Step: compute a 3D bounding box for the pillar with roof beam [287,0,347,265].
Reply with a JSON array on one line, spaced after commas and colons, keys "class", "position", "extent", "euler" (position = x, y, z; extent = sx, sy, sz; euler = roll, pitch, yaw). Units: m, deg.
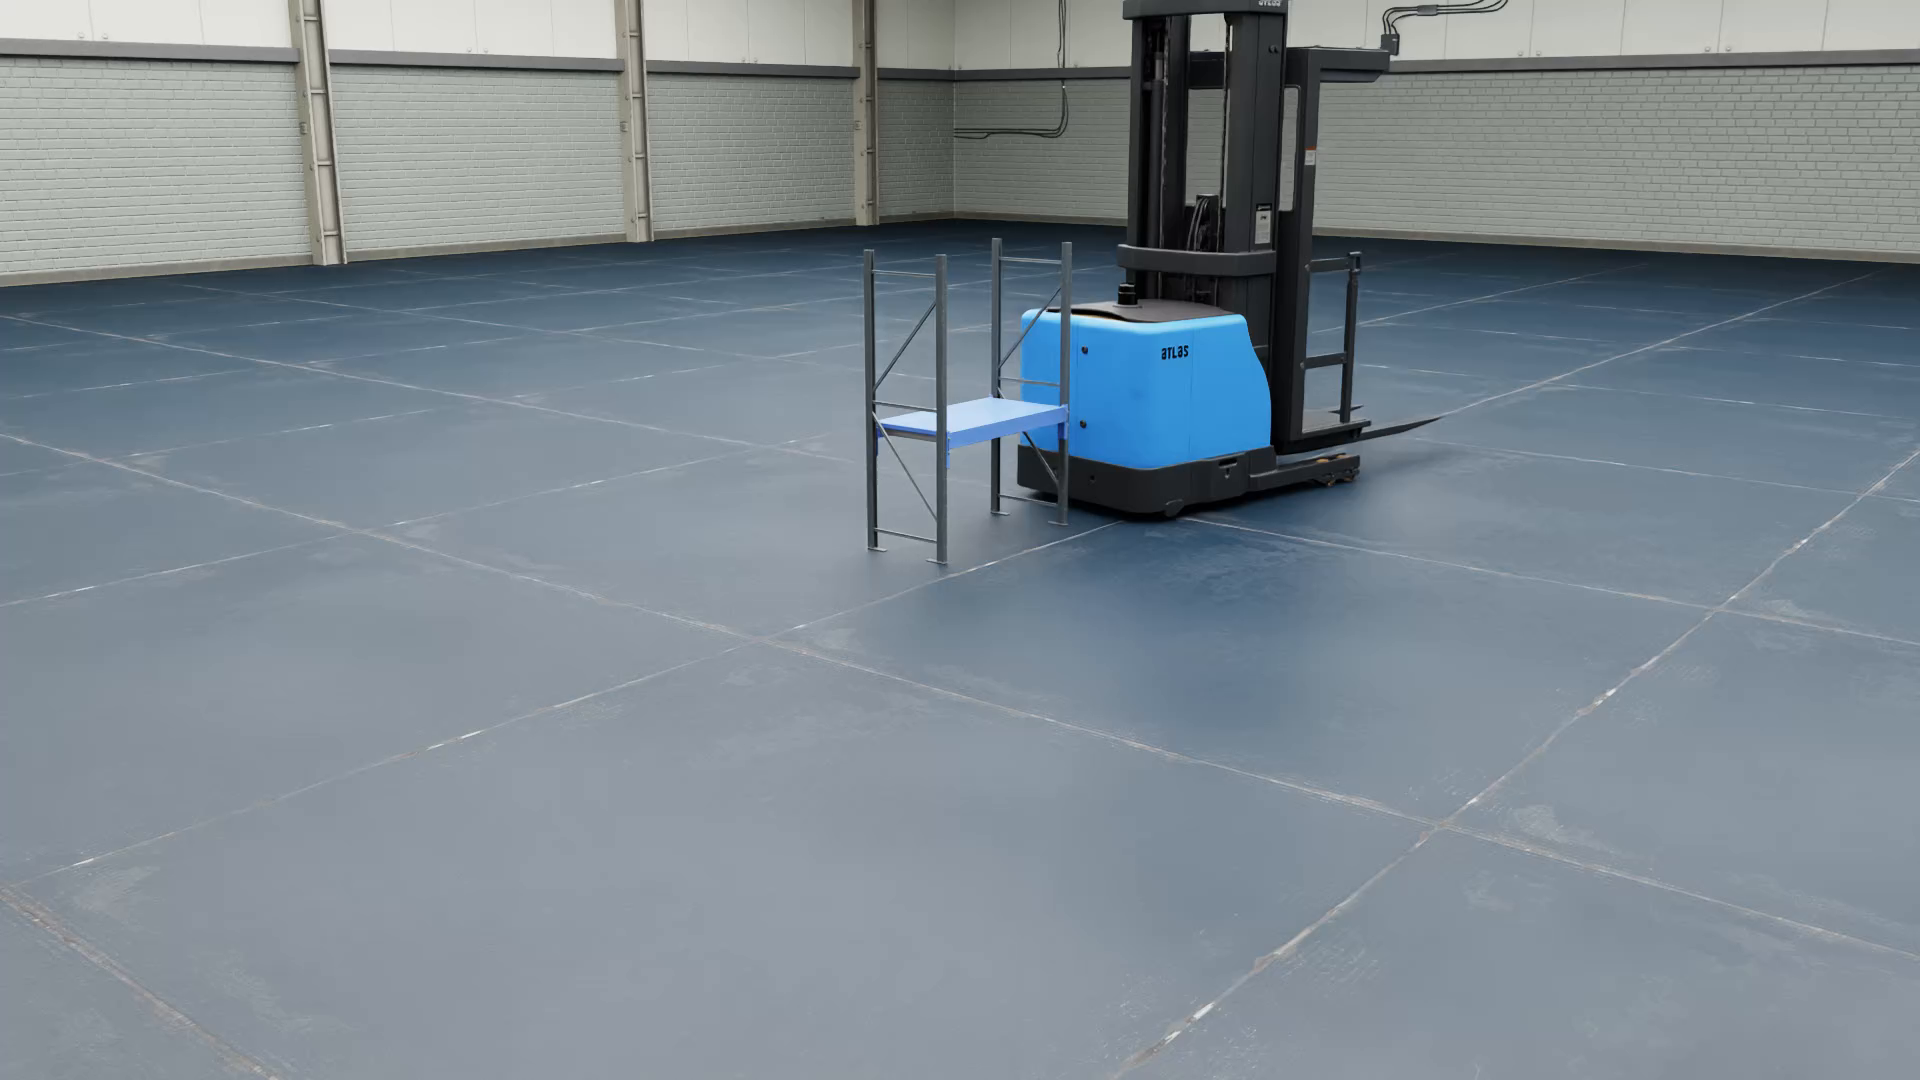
[{"class": "pillar with roof beam", "position": [-6.089, -7.832, 21.178], "extent": [9.100, 9.000, 0.400], "euler": [11, 18, 38]}]

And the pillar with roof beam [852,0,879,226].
[{"class": "pillar with roof beam", "position": [1.453, -10.130, 30.224], "extent": [9.100, 9.000, 0.400], "euler": [11, 18, 38]}]

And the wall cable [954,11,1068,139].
[{"class": "wall cable", "position": [0.985, -9.651, 34.644], "extent": [3.097, 2.526, 0.112], "euler": [11, 18, 38]}]

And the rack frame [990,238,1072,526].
[{"class": "rack frame", "position": [0.373, -0.841, 8.886], "extent": [0.500, 1.500, 0.032], "euler": [11, 18, 38]}]

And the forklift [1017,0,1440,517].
[{"class": "forklift", "position": [1.775, -1.824, 9.848], "extent": [3.031, 2.935, 1.130], "euler": [-12, 19, -39]}]

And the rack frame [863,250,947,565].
[{"class": "rack frame", "position": [-0.266, -0.646, 8.119], "extent": [0.500, 1.500, 0.032], "euler": [11, 18, 38]}]

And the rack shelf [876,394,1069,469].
[{"class": "rack shelf", "position": [0.054, -0.569, 8.547], "extent": [0.538, 0.185, 1.000], "euler": [11, 18, 38]}]

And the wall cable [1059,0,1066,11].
[{"class": "wall cable", "position": [3.089, -11.680, 32.374], "extent": [3.097, 2.526, 0.112], "euler": [11, 18, 38]}]

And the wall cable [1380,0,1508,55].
[{"class": "wall cable", "position": [8.359, -11.332, 28.048], "extent": [2.305, 6.003, 0.169], "euler": [11, 18, 38]}]

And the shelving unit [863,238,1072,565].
[{"class": "shelving unit", "position": [0.054, -0.743, 8.503], "extent": [0.538, 1.500, 1.048], "euler": [11, 18, 38]}]

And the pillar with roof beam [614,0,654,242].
[{"class": "pillar with roof beam", "position": [-2.318, -8.981, 25.701], "extent": [9.100, 9.000, 0.400], "euler": [11, 18, 38]}]
